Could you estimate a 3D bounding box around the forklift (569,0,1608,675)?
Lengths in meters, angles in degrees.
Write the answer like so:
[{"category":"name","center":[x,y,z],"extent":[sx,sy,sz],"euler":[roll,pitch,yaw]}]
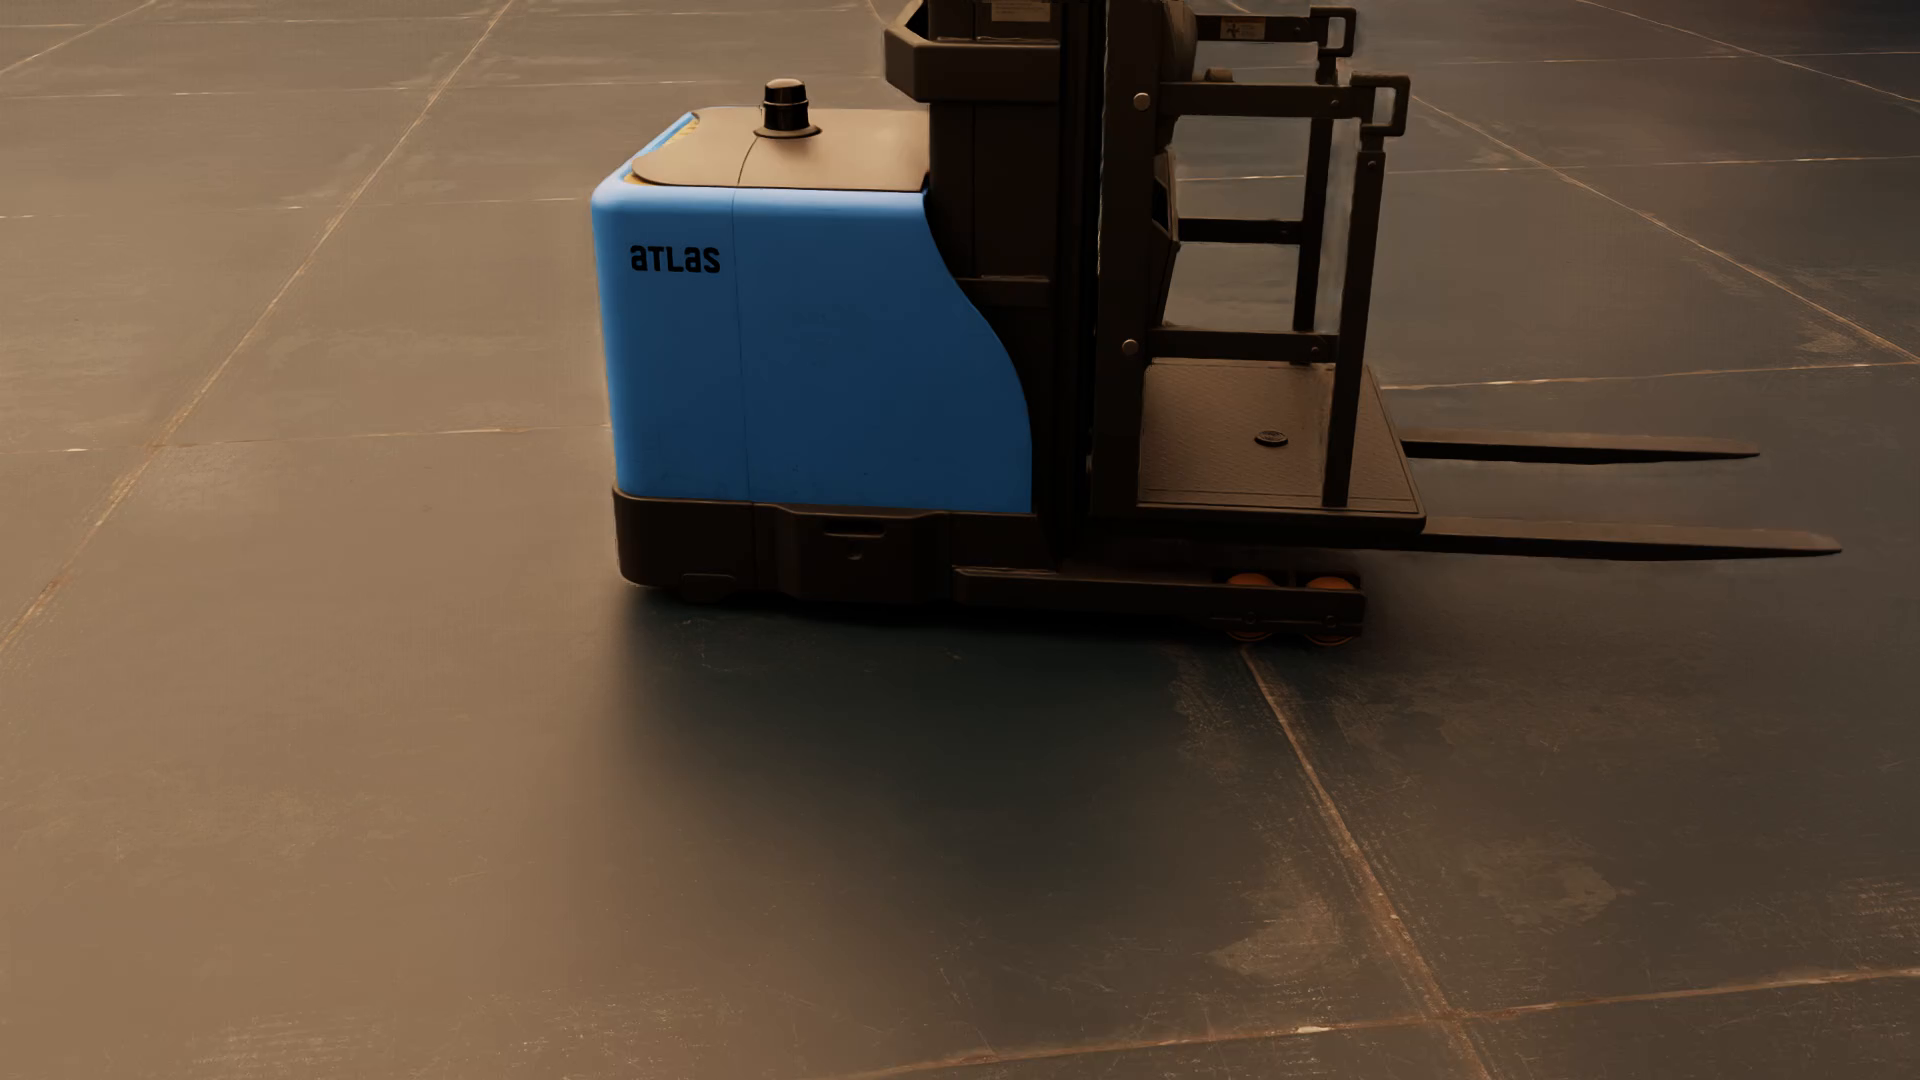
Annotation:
[{"category":"forklift","center":[0.551,-1.456,4.251],"extent":[3.031,2.935,1.130],"euler":[-14,29,-26]}]
